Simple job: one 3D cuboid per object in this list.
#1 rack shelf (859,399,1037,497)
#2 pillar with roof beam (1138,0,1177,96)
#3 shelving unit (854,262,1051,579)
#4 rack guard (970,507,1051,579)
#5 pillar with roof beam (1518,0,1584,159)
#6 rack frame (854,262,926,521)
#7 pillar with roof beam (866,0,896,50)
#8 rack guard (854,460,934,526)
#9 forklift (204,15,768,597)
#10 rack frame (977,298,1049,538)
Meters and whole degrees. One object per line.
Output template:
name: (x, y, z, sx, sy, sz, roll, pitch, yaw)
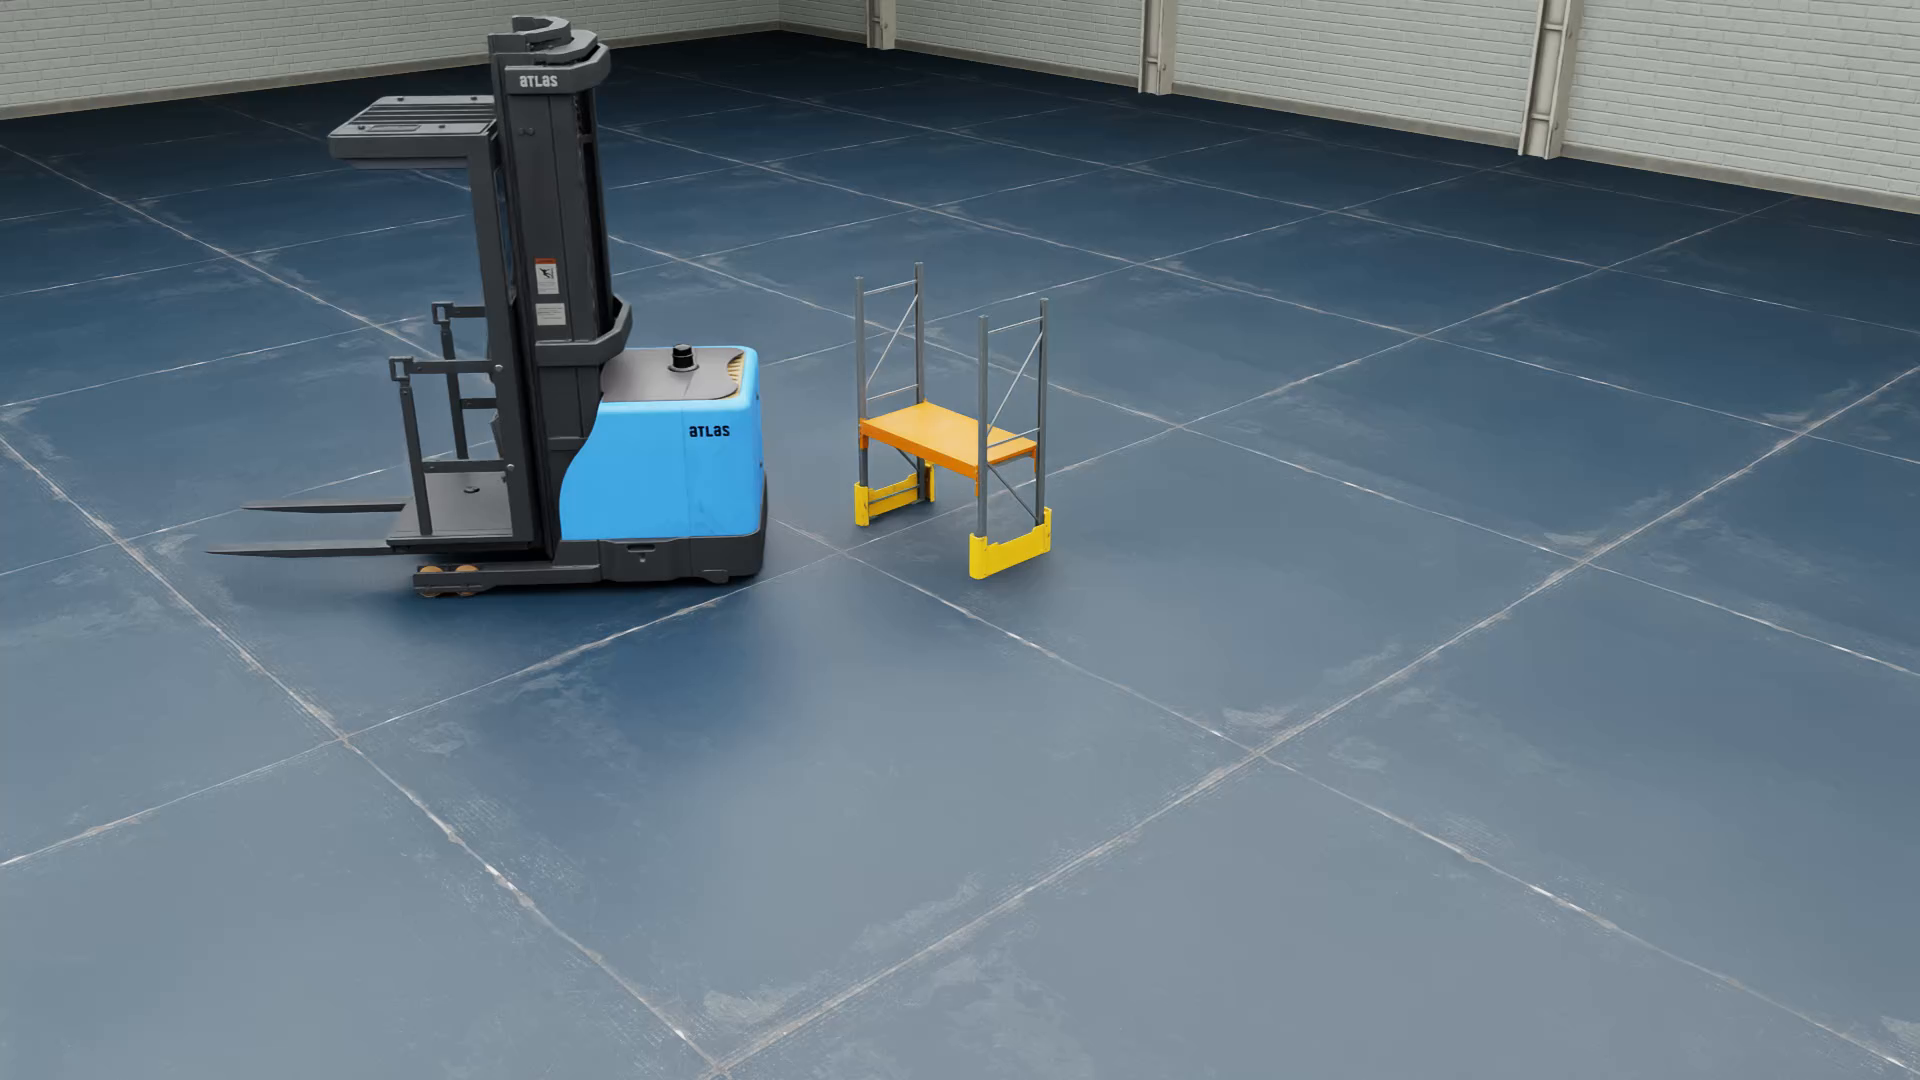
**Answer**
rack shelf: (-0.058, -0.545, 9.570, 0.538, 0.185, 1.000, -21, 32, -38)
pillar with roof beam: (-0.351, -9.269, 19.227, 9.100, 9.000, 0.400, -21, 32, -38)
shelving unit: (-0.052, -0.705, 9.489, 0.587, 1.500, 1.083, -21, 32, -38)
rack guard: (0.288, 0.014, 9.418, 0.587, 0.250, 0.087, -21, 32, -38)
pillar with roof beam: (3.750, -7.452, 15.242, 9.100, 9.000, 0.400, -21, 32, -38)
rack frame: (-0.406, -0.862, 9.833, 0.500, 1.500, 0.032, -21, 32, -38)
pillar with roof beam: (-4.452, -11.087, 23.211, 9.100, 9.000, 0.400, -21, 32, -38)
rack guard: (-0.392, -0.288, 10.079, 0.587, 0.250, 0.087, -21, 32, -38)
forklift: (-2.639, -1.249, 8.956, 3.031, 2.935, 1.130, -2, 25, -4)
rack frame: (0.289, -0.554, 9.158, 0.500, 1.500, 0.032, -21, 32, -38)
